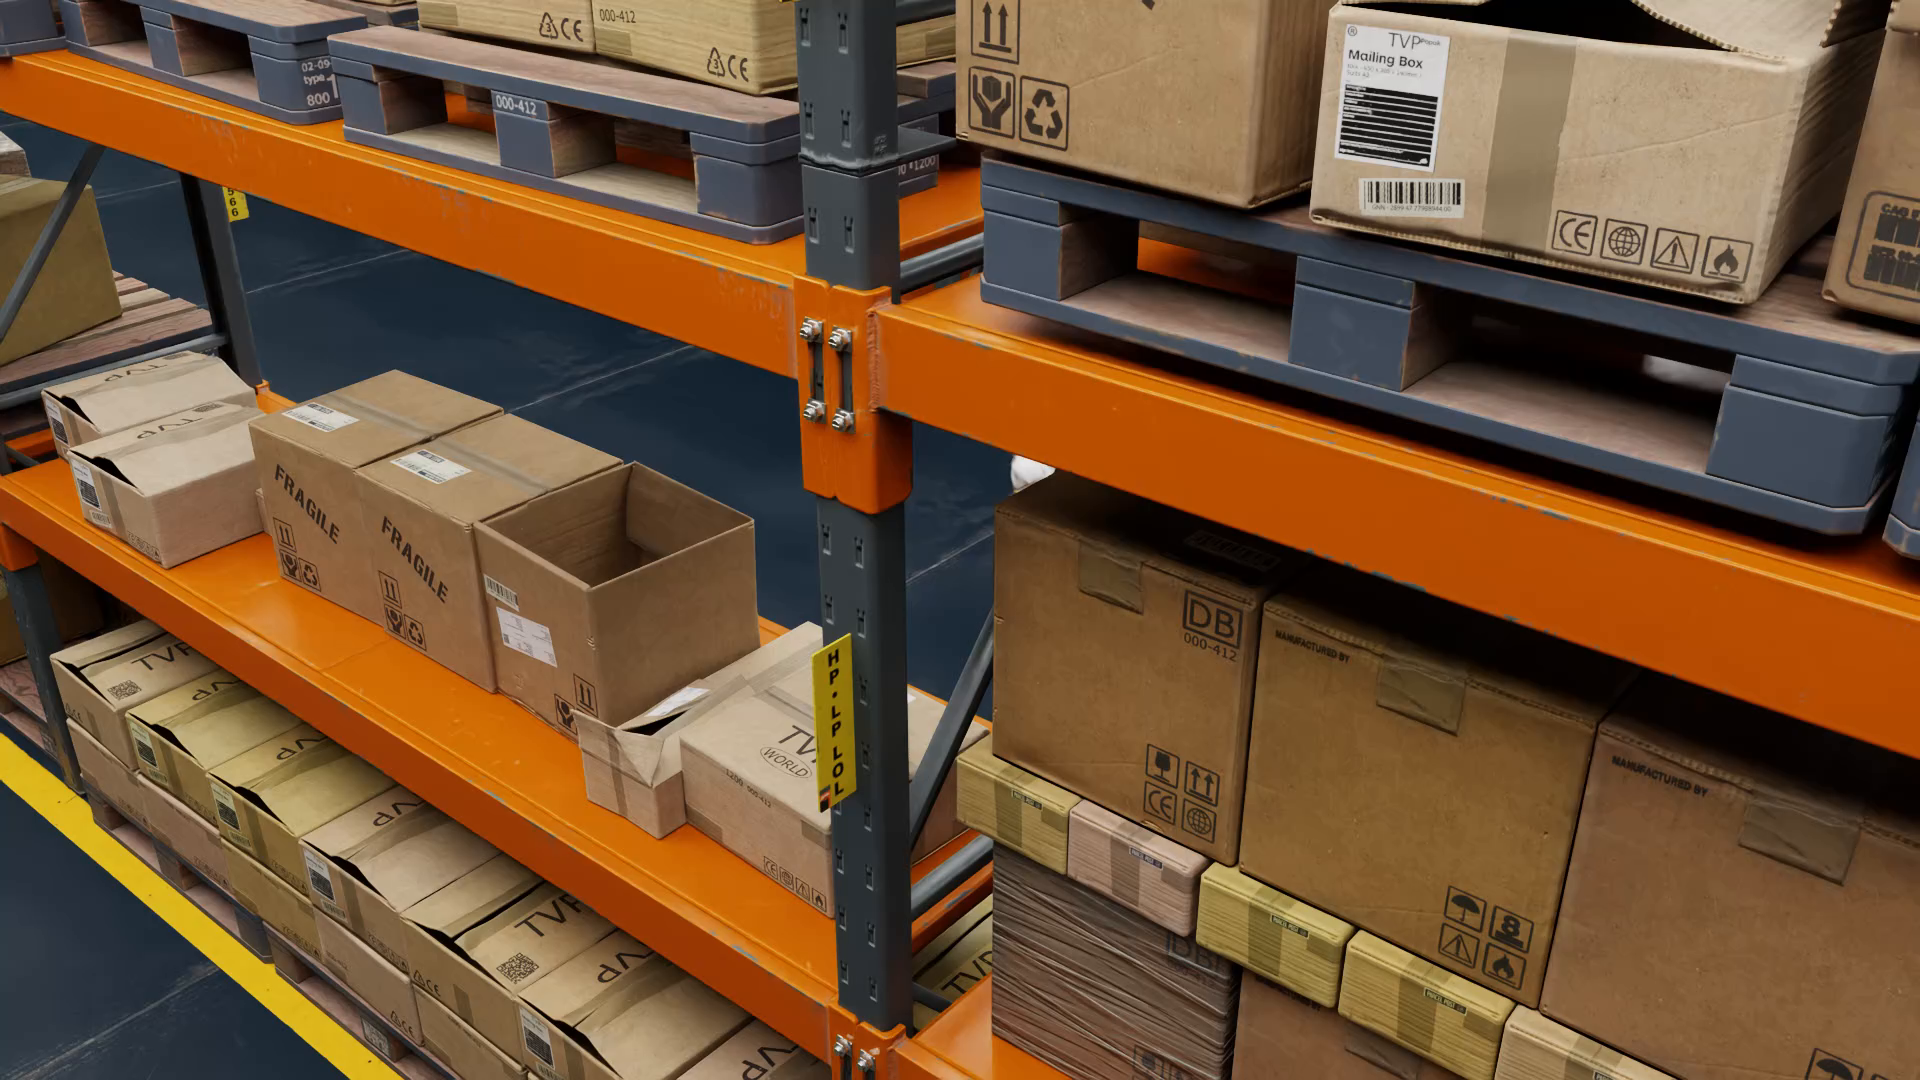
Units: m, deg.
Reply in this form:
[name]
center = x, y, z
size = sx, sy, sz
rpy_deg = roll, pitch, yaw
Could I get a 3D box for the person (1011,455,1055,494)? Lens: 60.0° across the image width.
[person]
center = 0.387, 0.156, 5.831
size = 0.391, 1.662, 0.466
rpy_deg = 22, 35, 36
